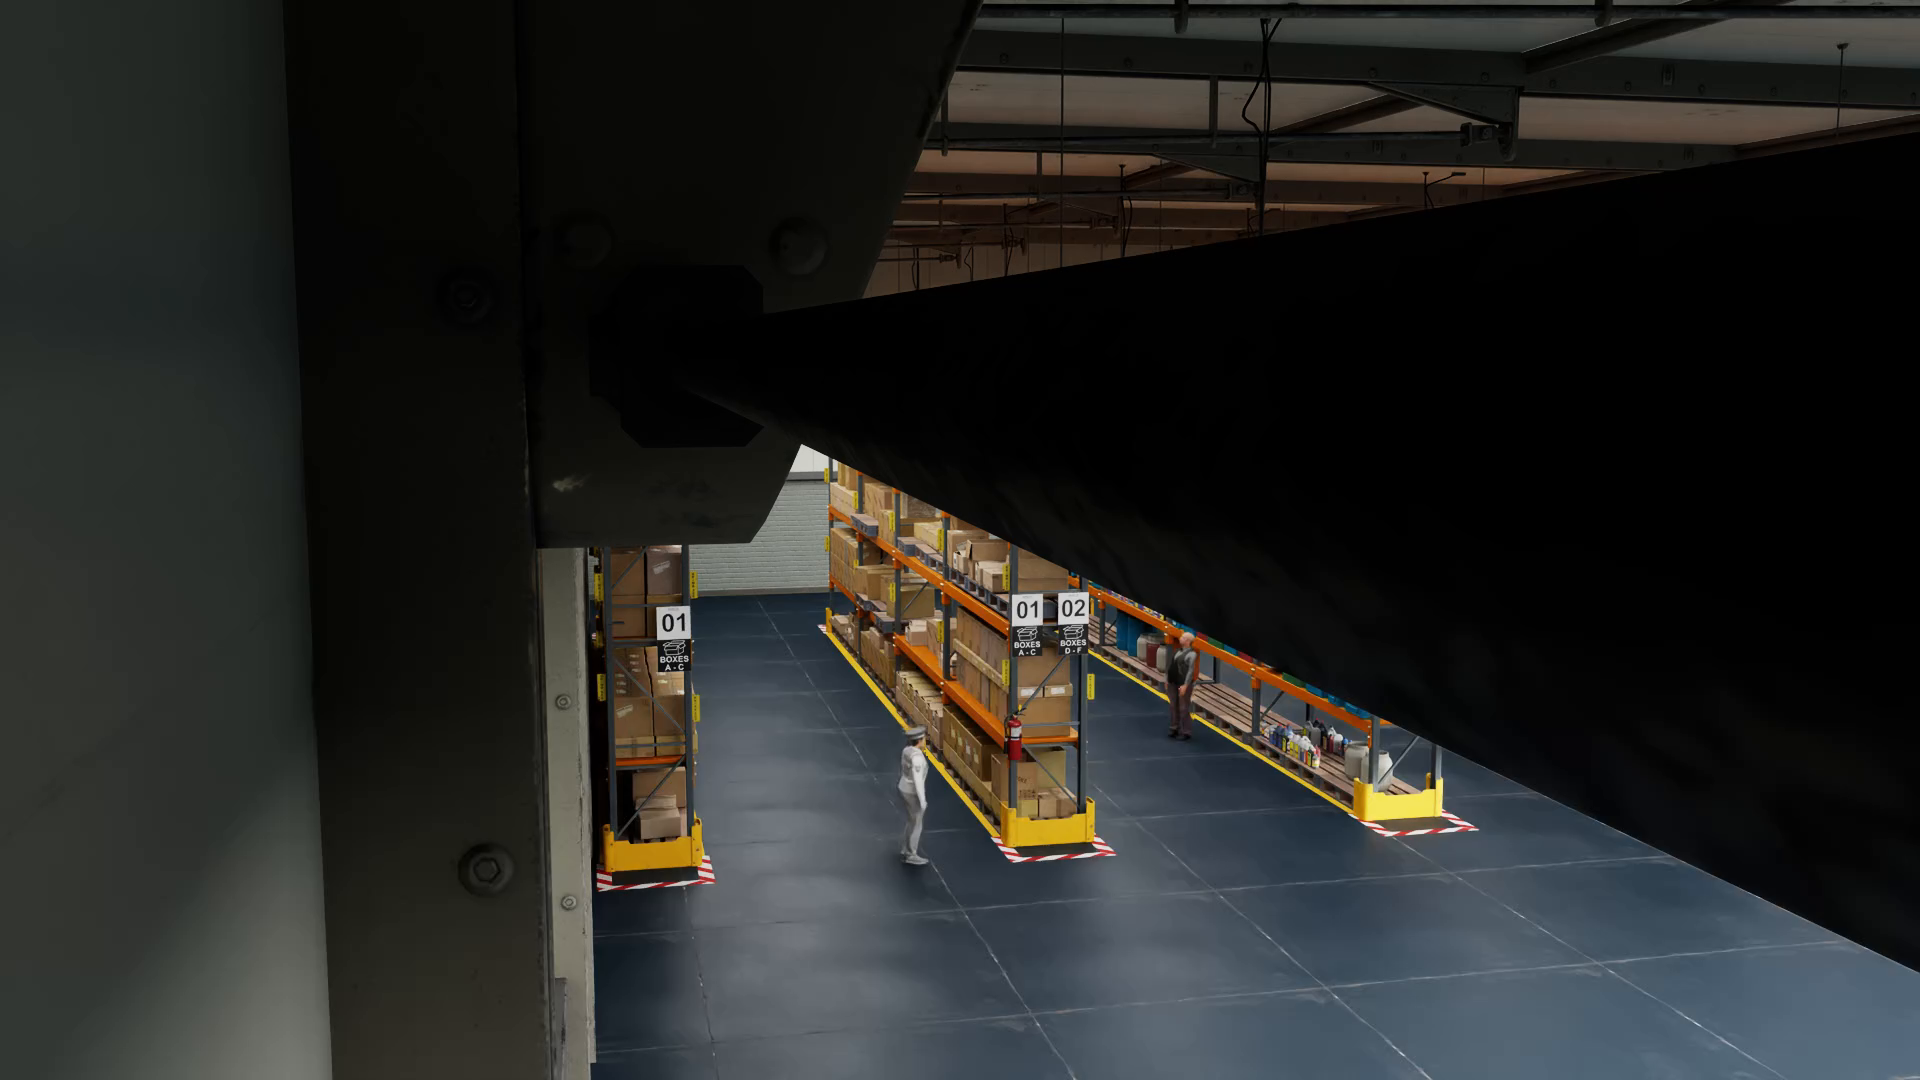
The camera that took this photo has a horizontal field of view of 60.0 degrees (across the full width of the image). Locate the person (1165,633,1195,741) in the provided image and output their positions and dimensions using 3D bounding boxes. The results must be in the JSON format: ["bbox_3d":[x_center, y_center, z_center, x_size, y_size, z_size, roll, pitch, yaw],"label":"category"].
[{"bbox_3d":[3.516,2.337,26.637,0.410,1.726,0.559,-5,9,-37],"label":"person"}]

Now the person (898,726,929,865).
[{"bbox_3d":[-0.575,3.136,20.312,0.345,1.736,0.416,-2,7,-17],"label":"person"}]
